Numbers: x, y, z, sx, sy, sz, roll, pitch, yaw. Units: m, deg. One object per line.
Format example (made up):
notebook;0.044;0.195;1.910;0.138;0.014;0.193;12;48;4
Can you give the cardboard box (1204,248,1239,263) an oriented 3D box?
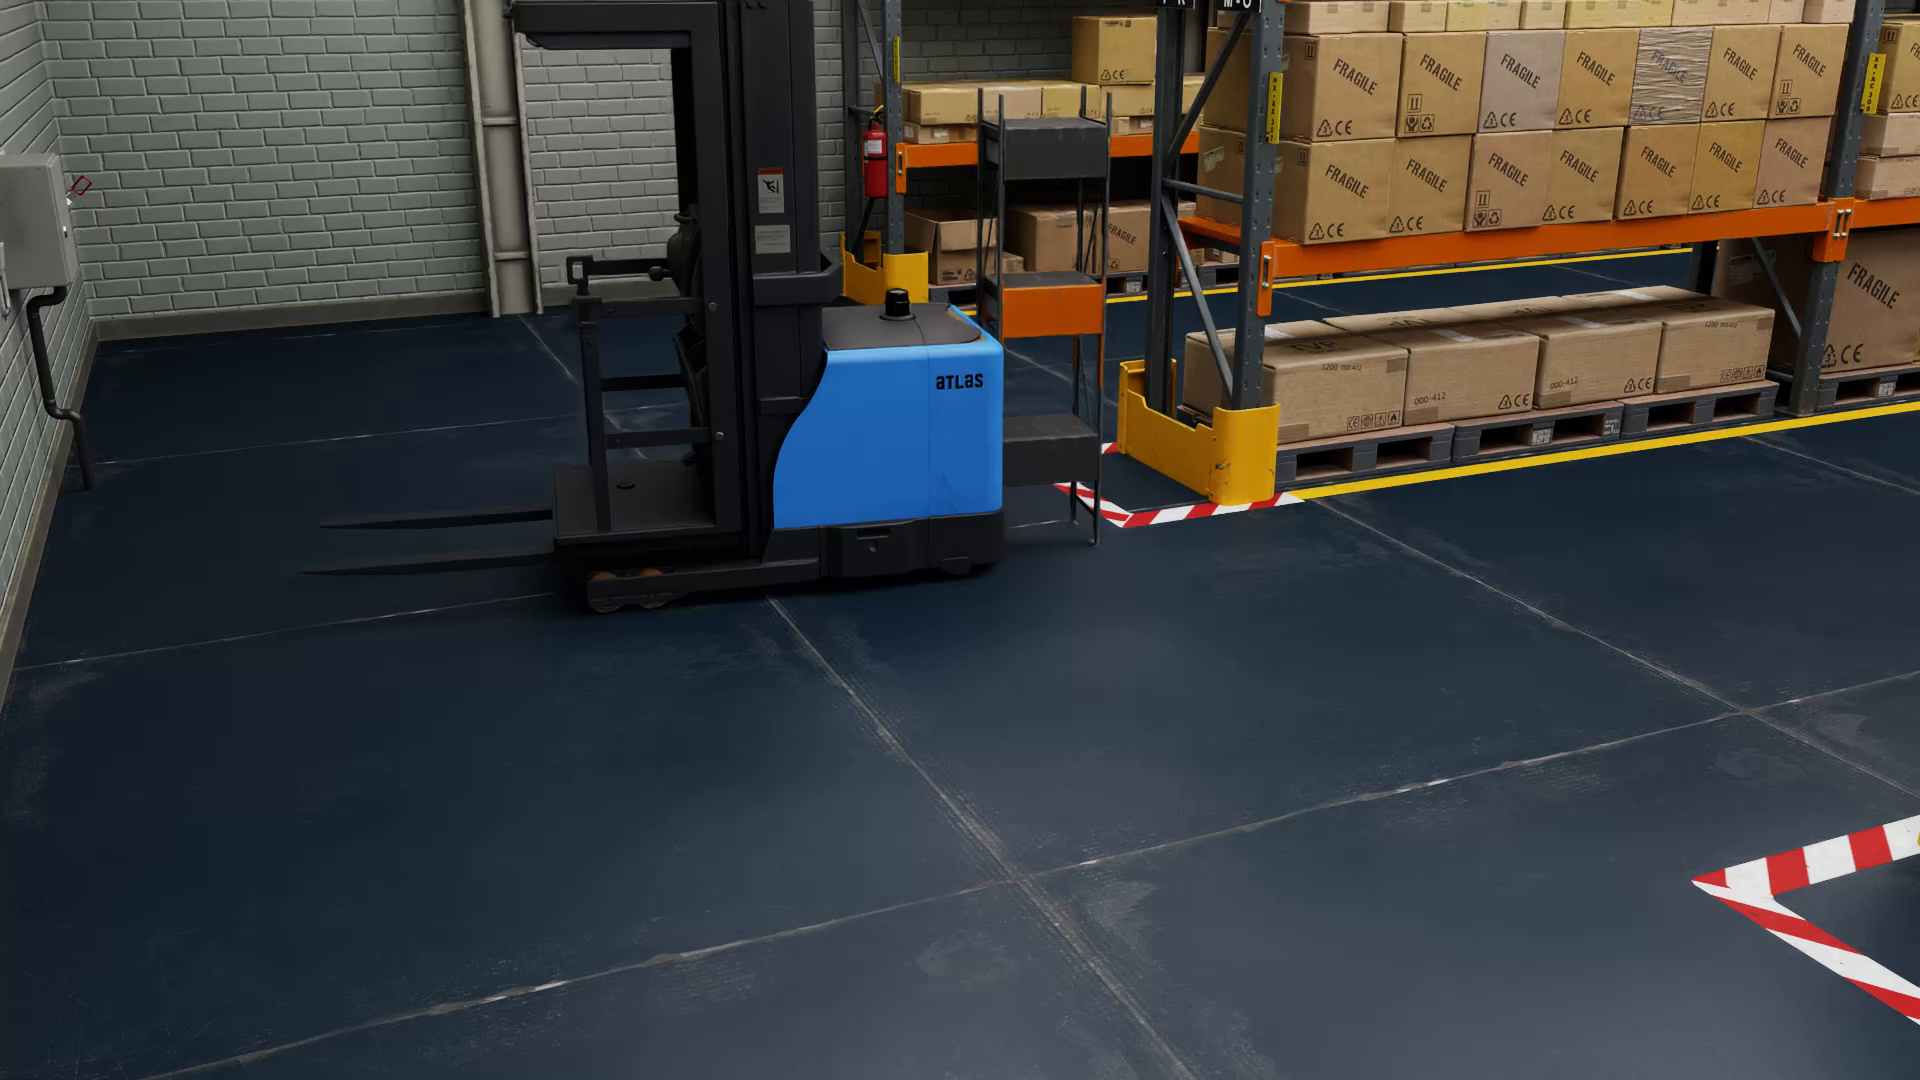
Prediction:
cardboard box;2.265;-2.524;14.158;0.258;0.266;0.396;-7;21;-20

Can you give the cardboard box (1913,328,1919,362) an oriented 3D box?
cardboard box;6.322;-1.735;11.000;0.875;0.875;0.875;-8;21;-20

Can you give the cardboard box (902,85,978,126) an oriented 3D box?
cardboard box;-0.161;-3.346;12.787;0.500;0.250;0.500;-8;21;-22

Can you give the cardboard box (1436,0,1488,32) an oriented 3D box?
cardboard box;2.452;-2.668;8.451;0.250;0.149;0.380;-9;21;-24

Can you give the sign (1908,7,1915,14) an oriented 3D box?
sign;10.113;-5.492;17.682;0.005;0.325;0.100;-8;21;-22

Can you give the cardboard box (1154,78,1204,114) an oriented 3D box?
cardboard box;1.700;-3.621;13.569;0.500;0.250;0.500;-8;21;-22

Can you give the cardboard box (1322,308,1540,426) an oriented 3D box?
cardboard box;2.689;-1.016;9.616;0.875;0.438;0.875;-8;21;-20

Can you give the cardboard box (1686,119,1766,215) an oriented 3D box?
cardboard box;4.163;-2.151;9.464;0.500;0.500;0.500;-9;21;-23

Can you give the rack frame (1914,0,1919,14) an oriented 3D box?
rack frame;10.334;-4.878;17.359;0.127;3.000;1.000;-8;21;-22

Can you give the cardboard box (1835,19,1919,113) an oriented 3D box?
cardboard box;5.476;-2.801;9.805;0.500;0.500;0.500;-8;21;-21

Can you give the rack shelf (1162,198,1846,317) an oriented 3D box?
rack shelf;3.122;-1.710;9.444;4.000;0.370;1.077;-8;21;-22

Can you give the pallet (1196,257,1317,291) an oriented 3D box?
pallet;2.357;-2.420;14.577;1.213;0.211;1.003;-8;21;-22

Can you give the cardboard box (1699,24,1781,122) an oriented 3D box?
cardboard box;4.165;-2.620;9.291;0.500;0.500;0.500;-8;21;-23

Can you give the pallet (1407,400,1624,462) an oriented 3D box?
pallet;3.107;-0.759;9.859;1.213;0.211;1.003;-8;21;-22

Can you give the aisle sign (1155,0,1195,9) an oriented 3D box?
aisle sign;1.096;-3.097;8.388;0.004;0.787;0.394;-8;21;-22

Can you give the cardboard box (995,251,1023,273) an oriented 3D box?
cardboard box;0.320;-2.248;13.550;0.250;0.149;0.380;-9;21;-24

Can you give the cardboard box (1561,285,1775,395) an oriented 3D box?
cardboard box;4.339;-1.252;10.286;0.875;0.438;0.875;-8;21;-23

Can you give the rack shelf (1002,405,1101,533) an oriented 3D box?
rack shelf;0.371;-0.326;7.935;0.480;0.518;0.431;-5;20;-13

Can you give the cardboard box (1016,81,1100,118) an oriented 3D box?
cardboard box;0.766;-3.480;13.168;0.500;0.250;0.500;-9;21;-23

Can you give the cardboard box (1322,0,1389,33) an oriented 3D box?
cardboard box;1.933;-2.629;8.340;0.250;0.149;0.380;-8;21;-21

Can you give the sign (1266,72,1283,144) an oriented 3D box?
sign;1.500;-2.062;7.938;0.005;0.325;0.100;-8;21;-22

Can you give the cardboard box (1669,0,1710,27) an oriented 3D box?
cardboard box;3.842;-2.885;9.067;0.250;0.149;0.380;-8;21;-22

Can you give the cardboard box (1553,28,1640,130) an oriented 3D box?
cardboard box;3.238;-2.487;8.913;0.500;0.500;0.500;-8;21;-22

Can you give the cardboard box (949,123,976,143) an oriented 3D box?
cardboard box;-0.059;-3.188;12.937;0.250;0.149;0.380;-8;21;-21

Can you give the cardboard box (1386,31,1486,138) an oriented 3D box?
cardboard box;2.310;-2.351;8.527;0.500;0.500;0.500;-9;21;-23

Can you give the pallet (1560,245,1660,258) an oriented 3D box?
pallet;5.961;-2.949;16.081;1.213;0.211;1.003;-8;21;-22

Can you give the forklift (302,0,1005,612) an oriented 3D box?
forklift;-1.369;-1.265;7.202;3.031;2.935;1.130;-5;20;-13

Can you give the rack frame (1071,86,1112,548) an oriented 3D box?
rack frame;0.608;-1.019;7.753;0.015;2.100;0.400;-5;20;-13

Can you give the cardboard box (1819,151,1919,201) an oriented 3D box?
cardboard box;5.467;-2.219;10.033;0.500;0.250;0.500;-9;21;-23

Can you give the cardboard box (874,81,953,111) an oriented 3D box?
cardboard box;-0.367;-3.510;13.252;0.500;0.250;0.500;-8;21;-20

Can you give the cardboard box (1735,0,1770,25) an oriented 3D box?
cardboard box;4.283;-2.968;9.302;0.250;0.149;0.380;-8;21;-22

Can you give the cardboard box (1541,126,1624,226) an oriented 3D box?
cardboard box;3.221;-2.016;9.081;0.500;0.500;0.500;-7;21;-20

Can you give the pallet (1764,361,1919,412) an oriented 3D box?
pallet;5.637;-1.121;10.889;1.213;0.211;1.003;-8;21;-22

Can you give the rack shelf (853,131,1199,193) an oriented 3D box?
rack shelf;1.152;-3.223;13.742;4.000;0.370;1.077;-8;21;-22

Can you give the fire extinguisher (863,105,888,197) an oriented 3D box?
fire extinguisher;-0.636;-2.926;12.495;0.183;0.674;0.296;-8;21;-22

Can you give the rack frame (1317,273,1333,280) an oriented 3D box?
rack frame;2.988;-3.825;14.370;0.127;3.000;1.000;-8;21;-22

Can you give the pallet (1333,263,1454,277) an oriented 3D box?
pallet;3.720;-2.628;15.170;1.213;0.211;1.003;-8;21;-22

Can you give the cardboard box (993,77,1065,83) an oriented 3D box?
cardboard box;0.563;-3.641;13.625;0.500;0.250;0.500;-7;21;-20

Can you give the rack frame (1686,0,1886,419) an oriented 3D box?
rack frame;4.958;-2.312;10.072;0.127;3.000;1.000;-8;21;-22

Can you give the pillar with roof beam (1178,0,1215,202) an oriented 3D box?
pillar with roof beam;3.697;-5.525;10.165;0.400;9.000;9.100;-8;21;-22

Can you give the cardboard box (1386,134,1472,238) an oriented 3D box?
cardboard box;2.293;-1.884;8.705;0.500;0.500;0.500;-8;21;-23

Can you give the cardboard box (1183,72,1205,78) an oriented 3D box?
cardboard box;1.969;-3.844;14.201;0.500;0.250;0.500;-8;21;-22

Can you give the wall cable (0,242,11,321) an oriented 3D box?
wall cable;-4.456;-1.947;7.506;0.122;1.984;0.588;-8;21;-22

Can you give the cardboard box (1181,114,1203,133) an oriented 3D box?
cardboard box;1.861;-3.437;13.645;0.250;0.149;0.380;-8;21;-23

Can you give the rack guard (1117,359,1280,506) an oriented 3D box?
rack guard;1.263;-0.604;8.984;0.348;0.500;1.175;-8;21;-22

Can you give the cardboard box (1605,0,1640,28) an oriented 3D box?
cardboard box;3.383;-2.813;8.863;0.250;0.149;0.380;-8;21;-22

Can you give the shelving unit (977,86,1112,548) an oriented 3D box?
shelving unit;0.371;-0.999;7.698;0.503;2.100;0.431;-5;20;-13

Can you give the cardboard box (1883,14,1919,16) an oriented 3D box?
cardboard box;6.214;-3.097;10.646;0.500;0.500;0.500;-7;21;-20

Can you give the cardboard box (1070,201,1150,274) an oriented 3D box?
cardboard box;1.240;-2.509;13.764;0.500;0.500;0.500;-8;21;-21

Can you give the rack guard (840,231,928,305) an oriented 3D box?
rack guard;-0.615;-2.130;13.319;0.348;0.500;1.175;-8;21;-22

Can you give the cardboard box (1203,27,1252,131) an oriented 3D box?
cardboard box;1.634;-2.441;8.781;0.500;0.500;0.500;-7;21;-20

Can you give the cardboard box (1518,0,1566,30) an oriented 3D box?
cardboard box;2.918;-2.739;8.652;0.250;0.149;0.380;-8;21;-21

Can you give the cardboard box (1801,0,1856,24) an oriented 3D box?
cardboard box;4.801;-2.999;9.391;0.250;0.149;0.380;-9;21;-23

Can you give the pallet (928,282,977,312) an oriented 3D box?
pallet;0.117;-2.099;13.666;1.213;0.211;1.003;-8;21;-22

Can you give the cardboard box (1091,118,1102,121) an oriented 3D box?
cardboard box;0.929;-3.294;13.240;0.250;0.149;0.380;-9;21;-23

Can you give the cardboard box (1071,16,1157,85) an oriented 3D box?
cardboard box;1.216;-3.897;13.223;0.500;0.500;0.500;-8;21;-21

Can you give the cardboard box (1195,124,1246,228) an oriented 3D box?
cardboard box;1.623;-1.977;8.970;0.500;0.500;0.500;-8;21;-22

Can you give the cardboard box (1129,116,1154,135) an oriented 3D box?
cardboard box;1.372;-3.390;13.512;0.250;0.149;0.380;-8;21;-22
